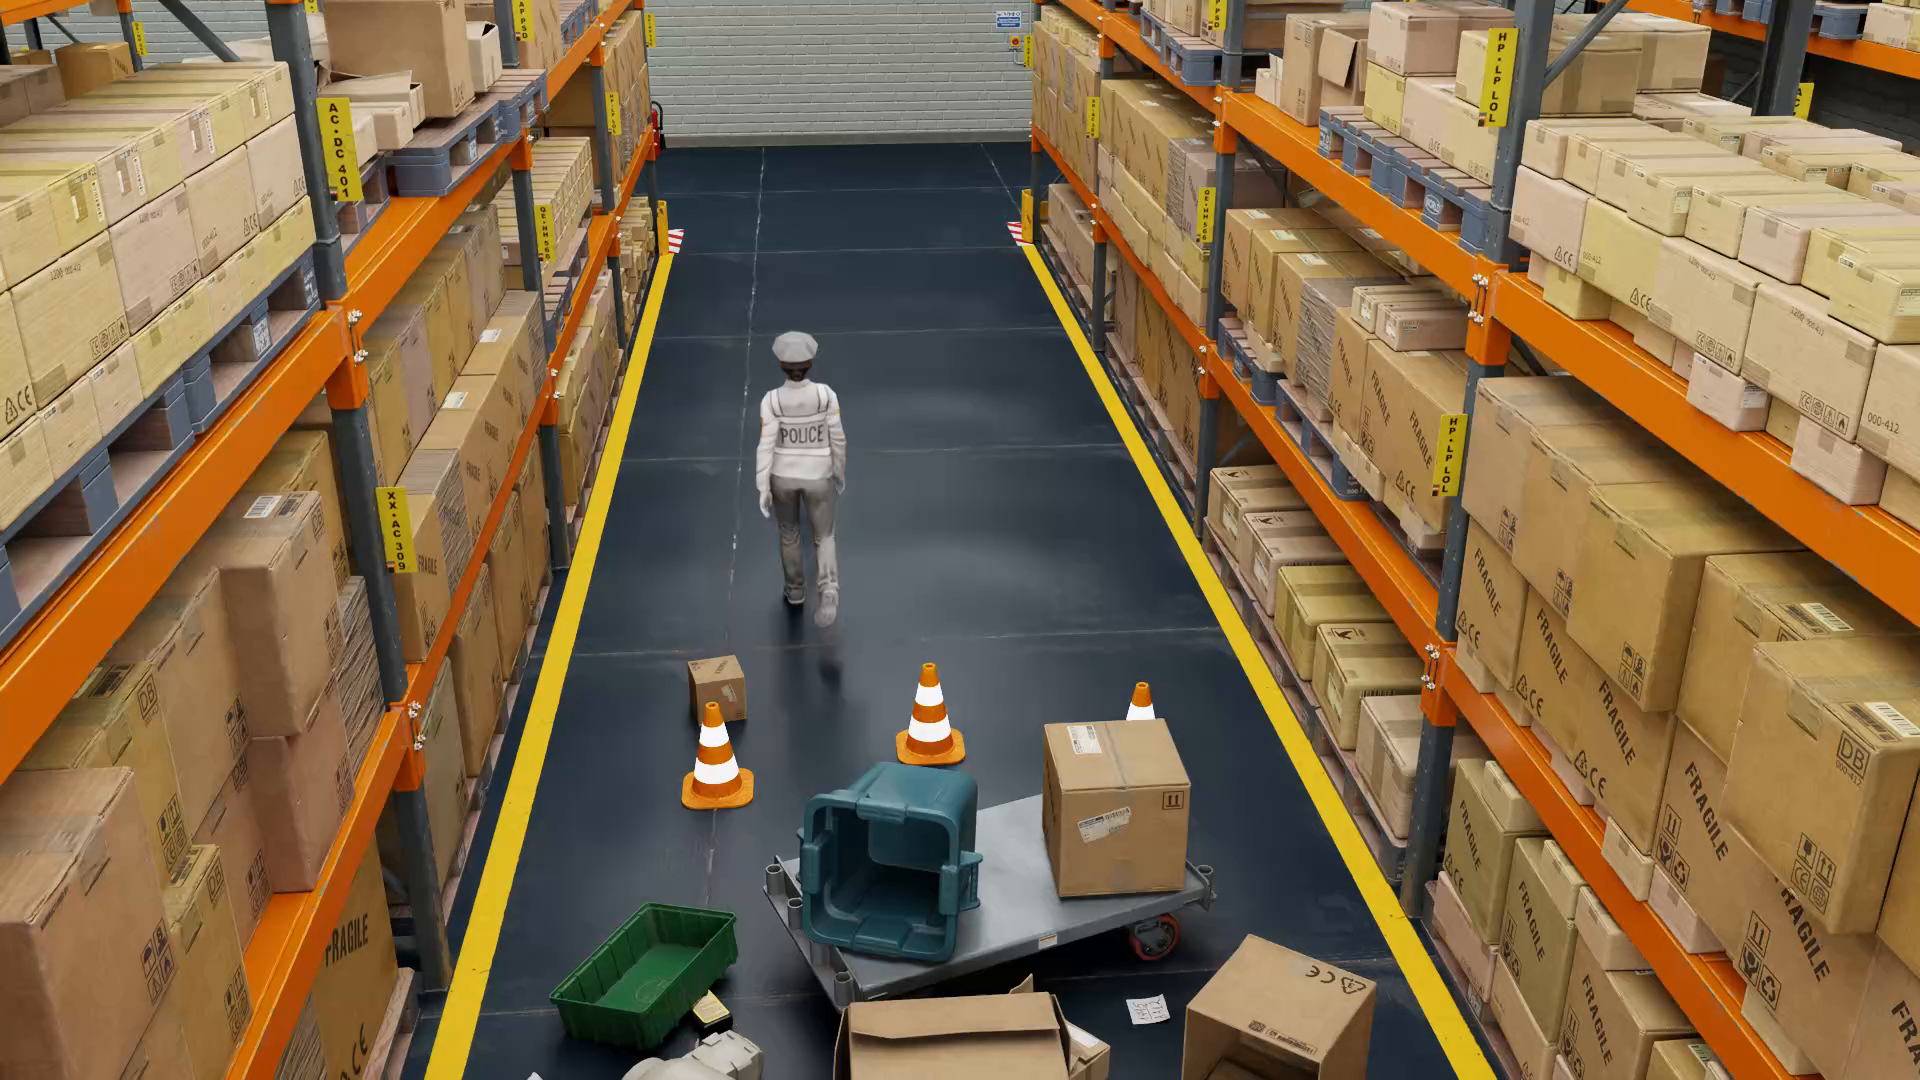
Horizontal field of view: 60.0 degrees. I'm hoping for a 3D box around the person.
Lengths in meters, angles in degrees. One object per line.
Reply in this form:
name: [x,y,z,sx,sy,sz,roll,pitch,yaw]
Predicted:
person: [-0.881,-0.331,9.299,0.509,1.653,0.781,-3,24,-6]
